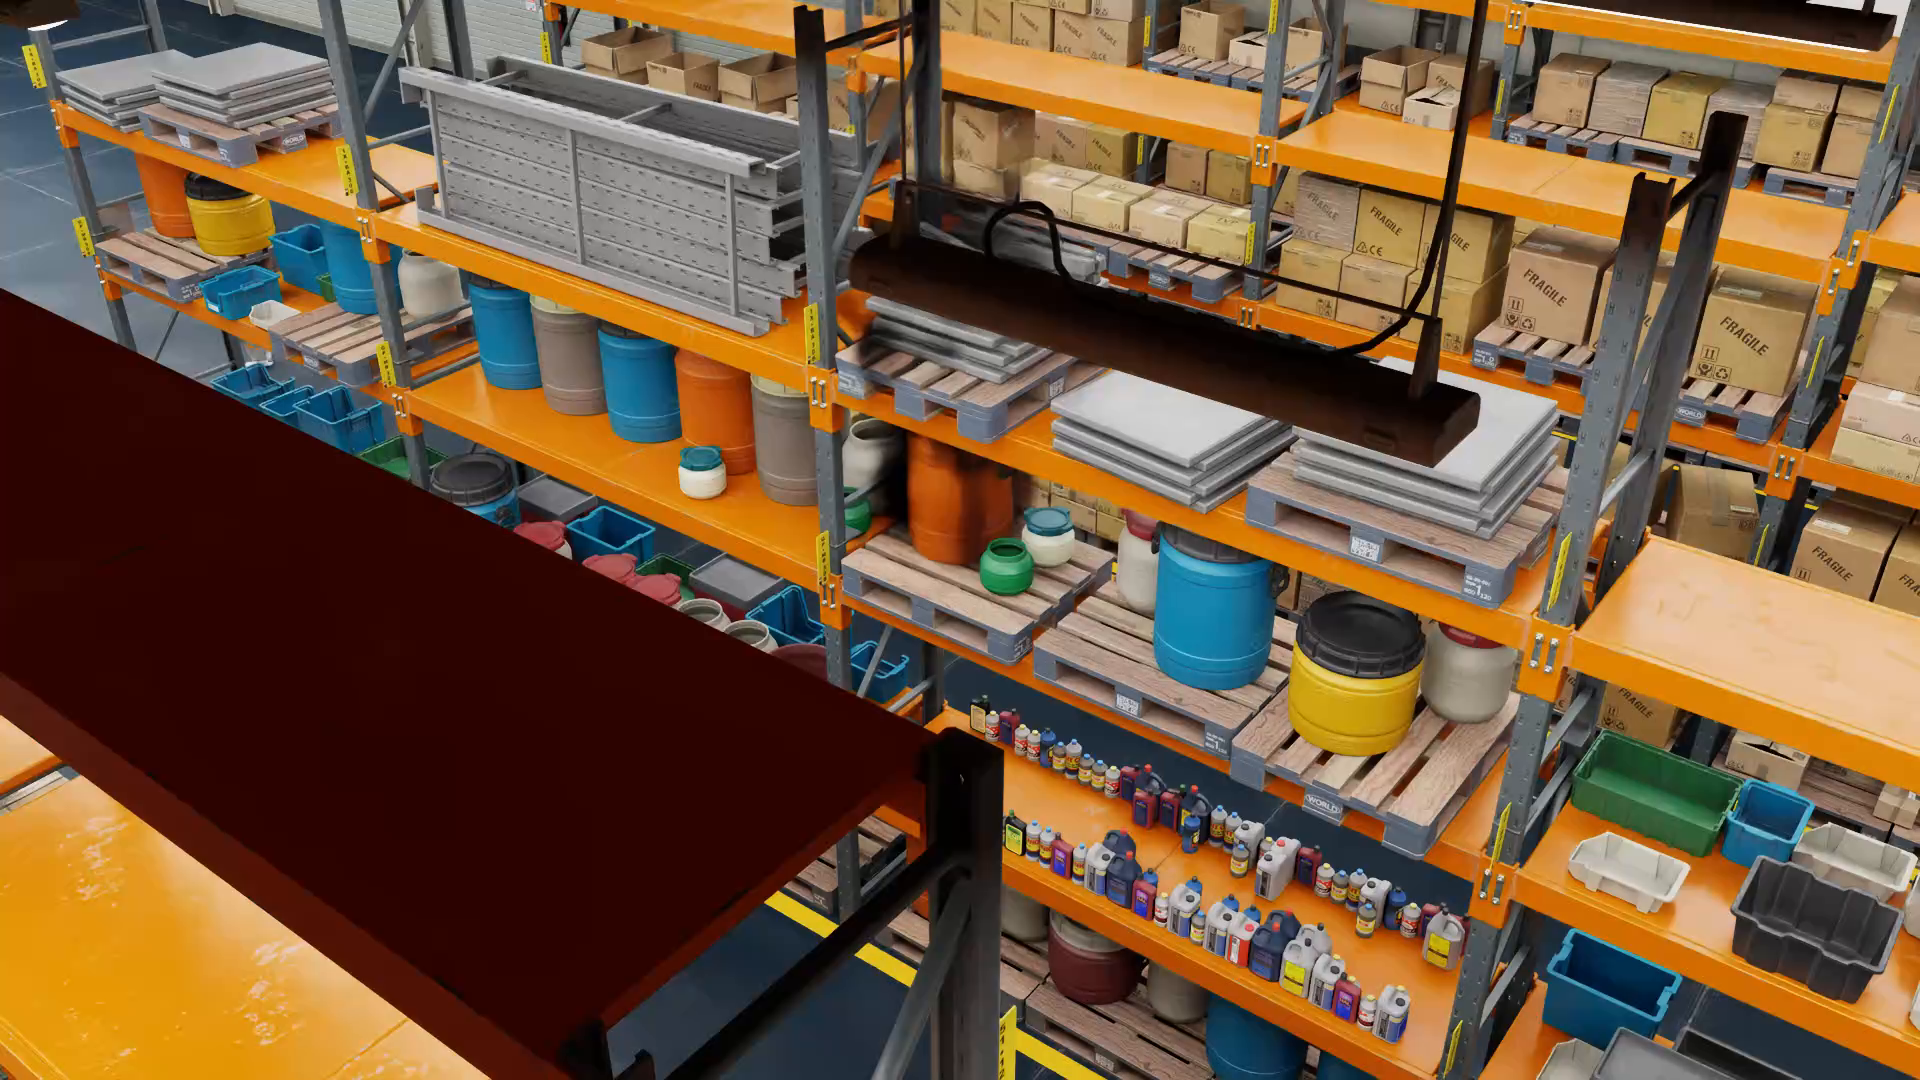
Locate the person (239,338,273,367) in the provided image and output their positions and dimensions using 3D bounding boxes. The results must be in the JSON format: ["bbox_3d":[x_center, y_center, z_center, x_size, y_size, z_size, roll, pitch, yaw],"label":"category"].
[{"bbox_3d":[-7.773,-2.608,18.009,0.535,1.620,0.571,-12,33,-19],"label":"person"}]
